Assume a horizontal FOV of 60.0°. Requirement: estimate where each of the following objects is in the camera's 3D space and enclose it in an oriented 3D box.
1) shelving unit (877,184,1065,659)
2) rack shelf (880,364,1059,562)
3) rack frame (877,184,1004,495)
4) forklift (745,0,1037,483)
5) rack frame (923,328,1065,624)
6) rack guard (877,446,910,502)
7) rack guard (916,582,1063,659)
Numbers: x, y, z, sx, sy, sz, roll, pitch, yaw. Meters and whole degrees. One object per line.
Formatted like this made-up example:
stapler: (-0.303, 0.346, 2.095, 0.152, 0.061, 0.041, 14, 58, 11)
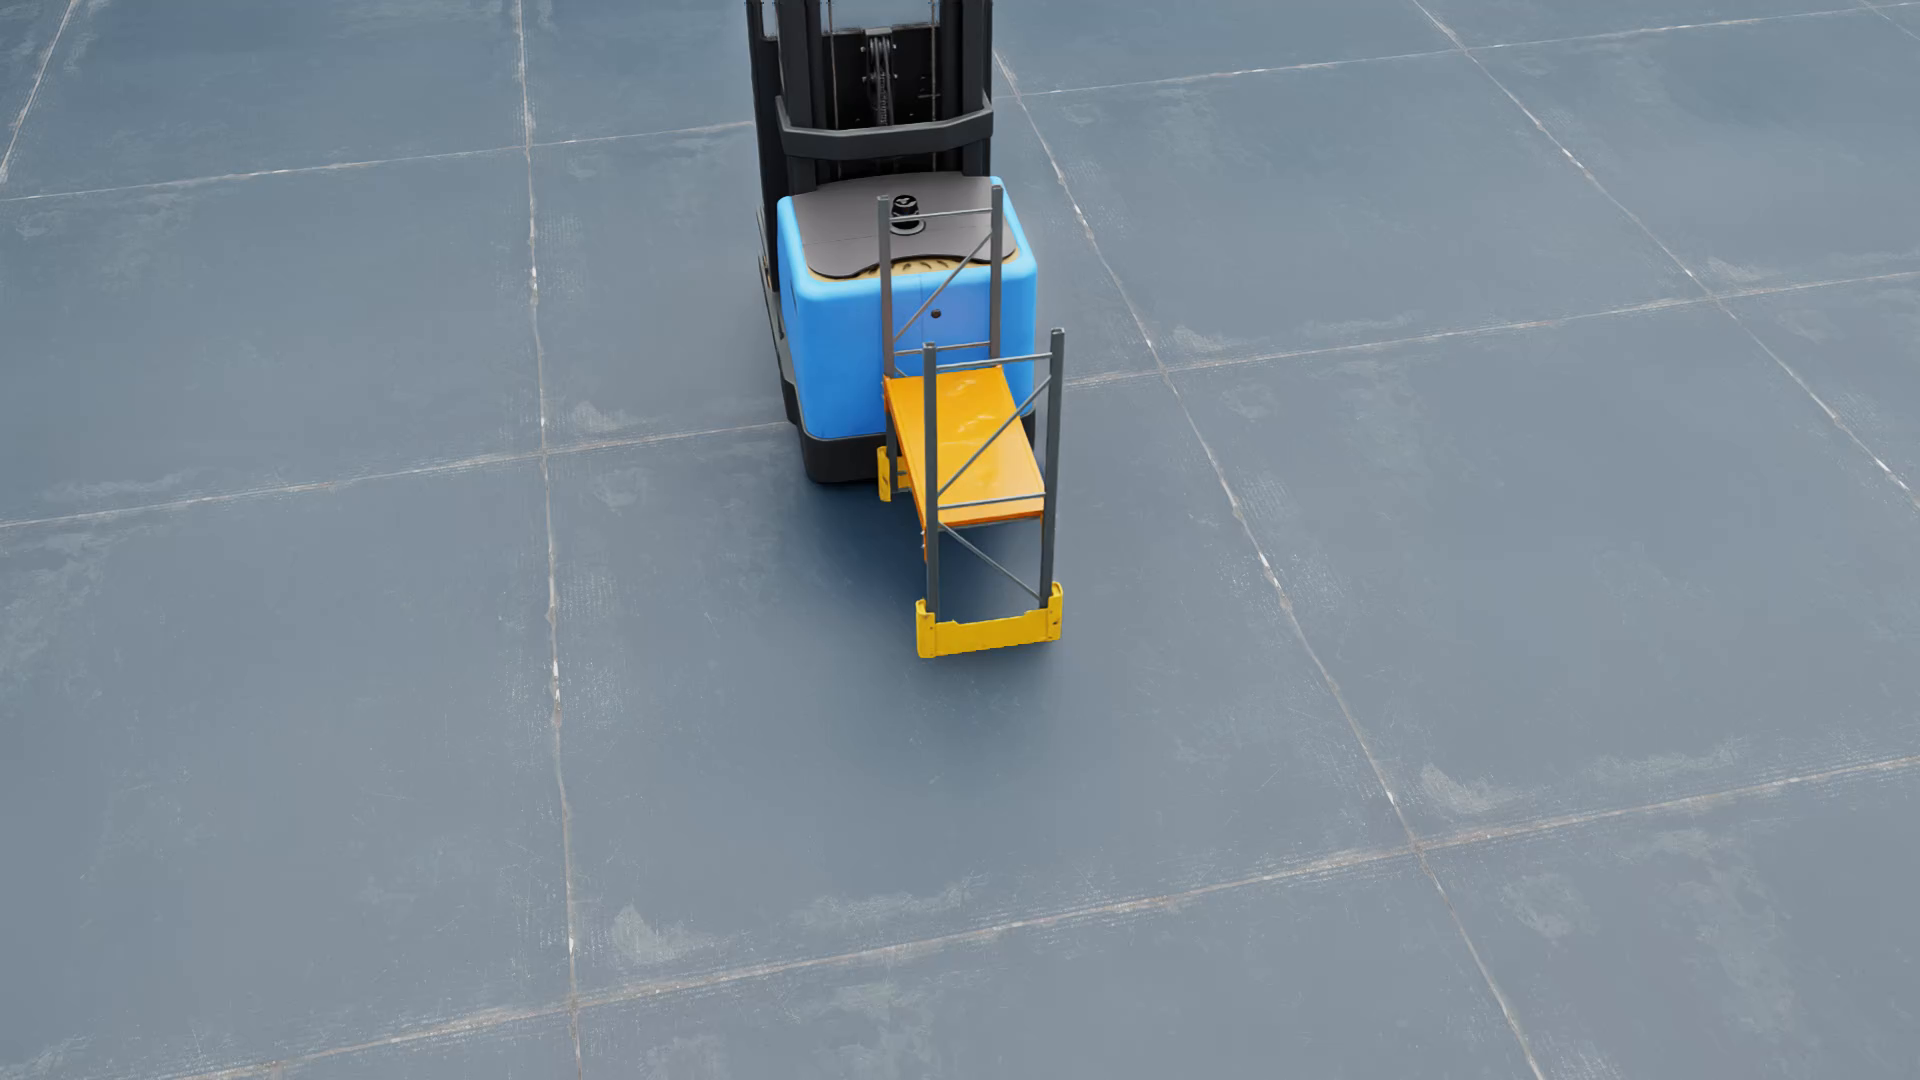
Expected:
shelving unit: (0.023, -0.468, 6.648, 0.587, 1.500, 1.083, -7, 42, -8)
rack shelf: (0.021, -0.340, 6.774, 0.538, 0.185, 1.000, -7, 42, -8)
rack frame: (-0.076, -0.805, 7.027, 0.500, 1.500, 0.032, -7, 42, -8)
forklift: (-0.445, -2.338, 7.676, 1.130, 2.935, 3.031, -7, 42, -8)
rack frame: (0.118, -0.143, 6.281, 0.500, 1.500, 0.032, -7, 42, -8)
rack guard: (-0.073, -0.325, 7.428, 0.587, 0.250, 0.087, -7, 42, -8)
rack guard: (0.118, 0.324, 6.697, 0.587, 0.250, 0.087, -7, 42, -8)
